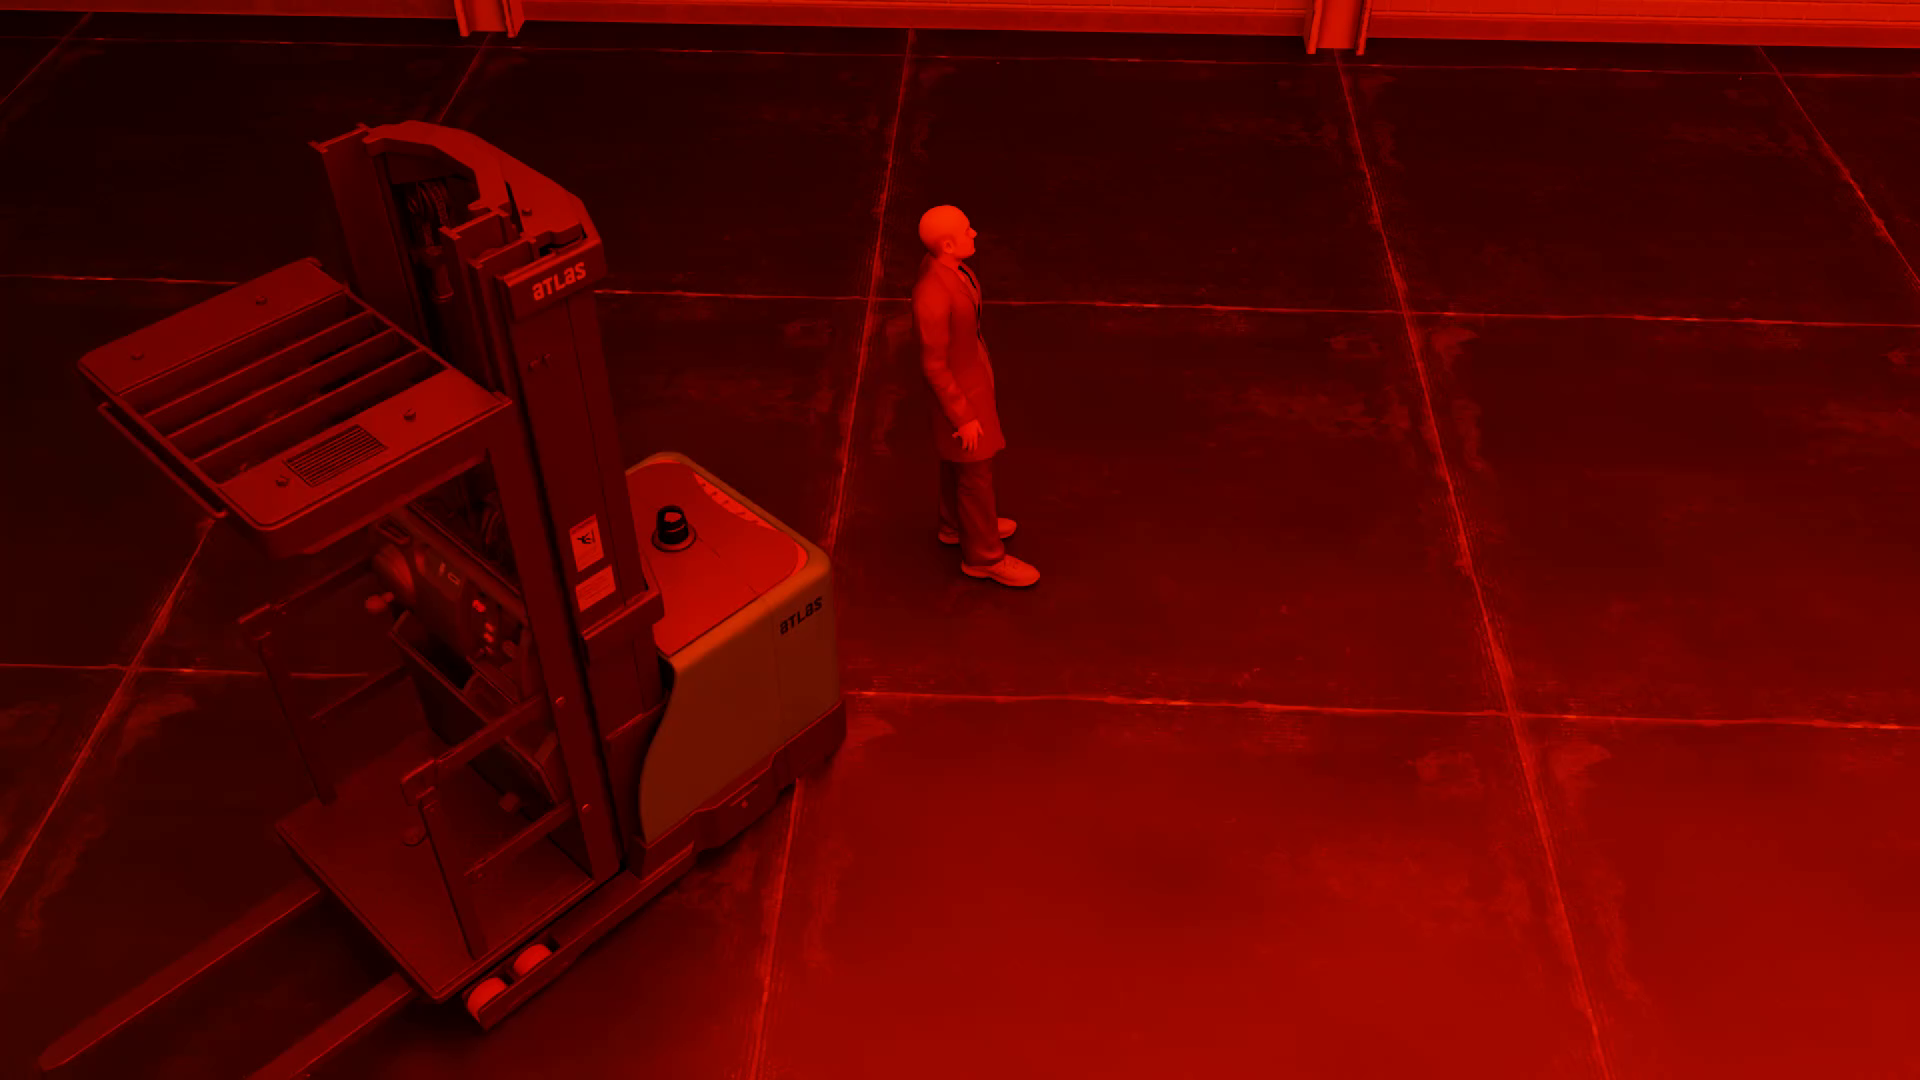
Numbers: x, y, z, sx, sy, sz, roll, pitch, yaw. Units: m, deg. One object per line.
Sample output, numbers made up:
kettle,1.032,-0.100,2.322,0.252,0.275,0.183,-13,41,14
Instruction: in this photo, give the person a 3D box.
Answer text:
person,0.090,-0.656,7.305,0.582,1.776,0.694,2,42,2

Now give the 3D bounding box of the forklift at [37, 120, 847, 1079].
forklift,-1.852,0.268,5.449,1.130,2.935,3.031,33,52,31
